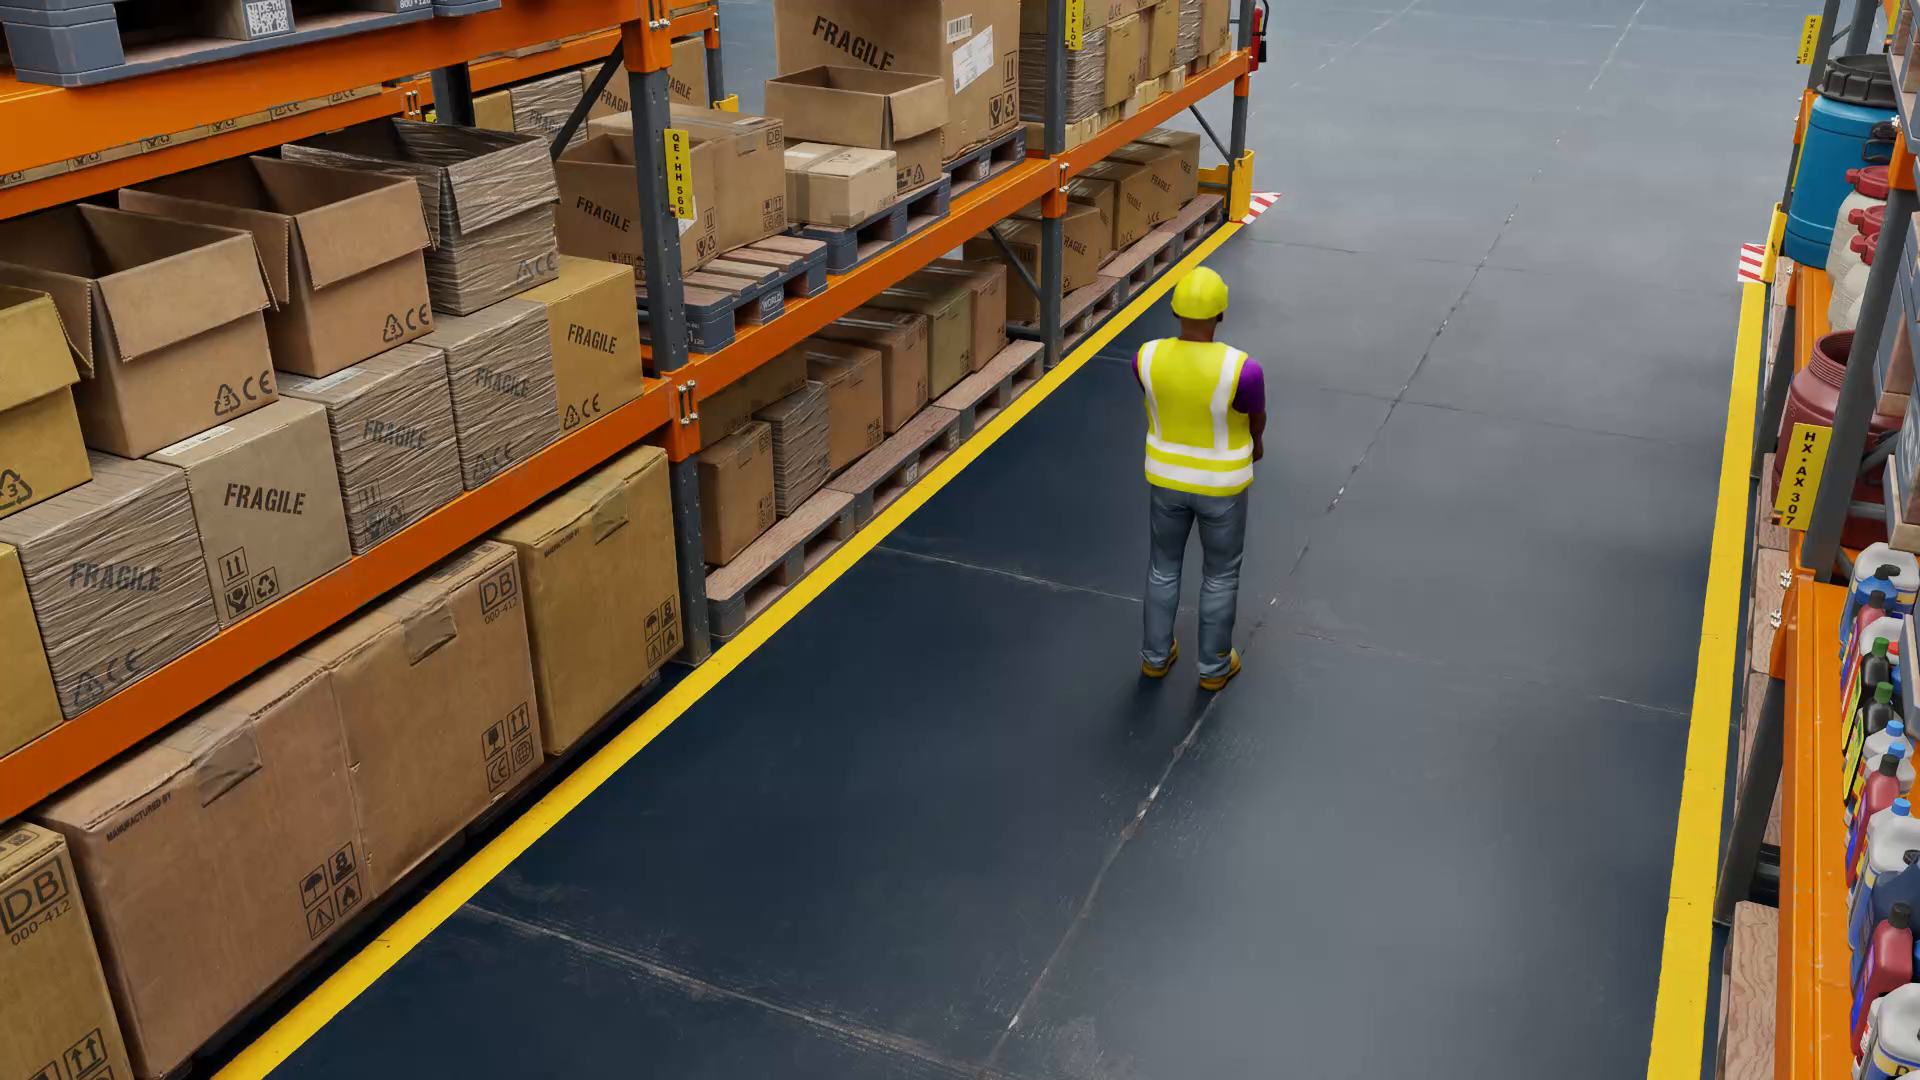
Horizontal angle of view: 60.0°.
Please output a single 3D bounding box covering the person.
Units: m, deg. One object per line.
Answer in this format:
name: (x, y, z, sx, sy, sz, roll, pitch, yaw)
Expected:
person: (0.967, -0.273, 6.653, 0.503, 1.760, 0.577, 12, 28, 23)
